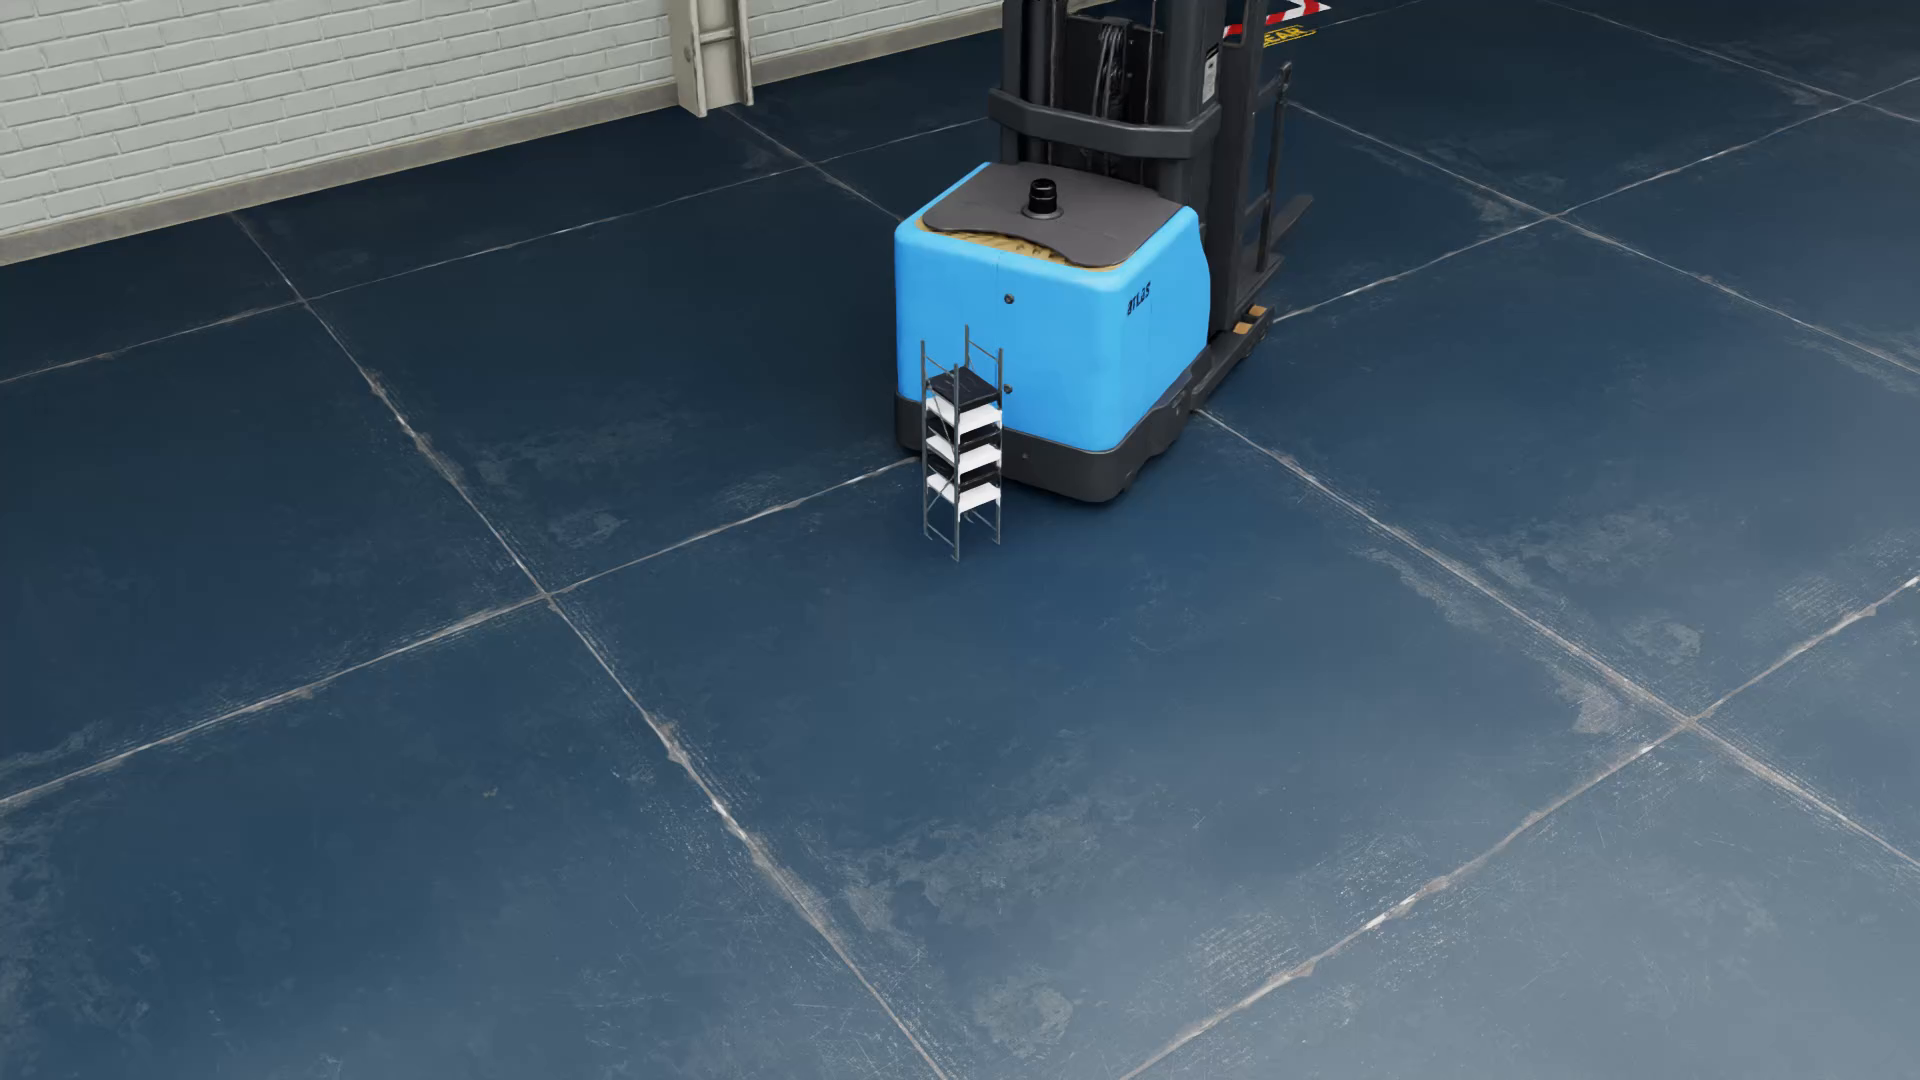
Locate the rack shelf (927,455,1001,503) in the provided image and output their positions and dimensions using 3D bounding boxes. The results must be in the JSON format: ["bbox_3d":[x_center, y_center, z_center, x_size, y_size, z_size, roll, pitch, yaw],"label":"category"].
[{"bbox_3d":[0.007,-0.268,6.563,0.200,0.077,0.258,-22,41,-28],"label":"rack shelf"}]

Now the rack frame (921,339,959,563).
[{"bbox_3d":[-0.076,-0.334,6.443,0.006,0.900,0.240,-22,41,-28],"label":"rack frame"}]

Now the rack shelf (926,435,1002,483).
[{"bbox_3d":[0.007,-0.341,6.510,0.200,0.077,0.258,-22,41,-28],"label":"rack shelf"}]

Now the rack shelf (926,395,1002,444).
[{"bbox_3d":[0.007,-0.487,6.405,0.200,0.077,0.258,-22,41,-28],"label":"rack shelf"}]

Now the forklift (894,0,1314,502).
[{"bbox_3d":[0.875,-2.184,7.276,1.130,2.935,3.031,18,39,23],"label":"forklift"}]

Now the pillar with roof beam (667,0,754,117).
[{"bbox_3d":[0.918,-4.389,5.145,0.400,9.000,9.100,-22,41,-28],"label":"pillar with roof beam"}]

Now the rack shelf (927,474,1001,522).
[{"bbox_3d":[0.007,-0.195,6.616,0.200,0.077,0.258,-22,41,-28],"label":"rack shelf"}]

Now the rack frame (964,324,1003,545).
[{"bbox_3d":[0.090,-0.402,6.539,0.006,0.900,0.240,-22,41,-28],"label":"rack frame"}]

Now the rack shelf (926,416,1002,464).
[{"bbox_3d":[0.007,-0.414,6.458,0.200,0.077,0.258,-22,41,-28],"label":"rack shelf"}]

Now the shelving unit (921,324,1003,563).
[{"bbox_3d":[0.007,-0.368,6.491,0.210,0.900,0.258,-22,41,-28],"label":"shelving unit"}]

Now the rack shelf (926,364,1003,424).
[{"bbox_3d":[0.007,-0.560,6.353,0.200,0.077,0.258,-22,41,-28],"label":"rack shelf"}]
